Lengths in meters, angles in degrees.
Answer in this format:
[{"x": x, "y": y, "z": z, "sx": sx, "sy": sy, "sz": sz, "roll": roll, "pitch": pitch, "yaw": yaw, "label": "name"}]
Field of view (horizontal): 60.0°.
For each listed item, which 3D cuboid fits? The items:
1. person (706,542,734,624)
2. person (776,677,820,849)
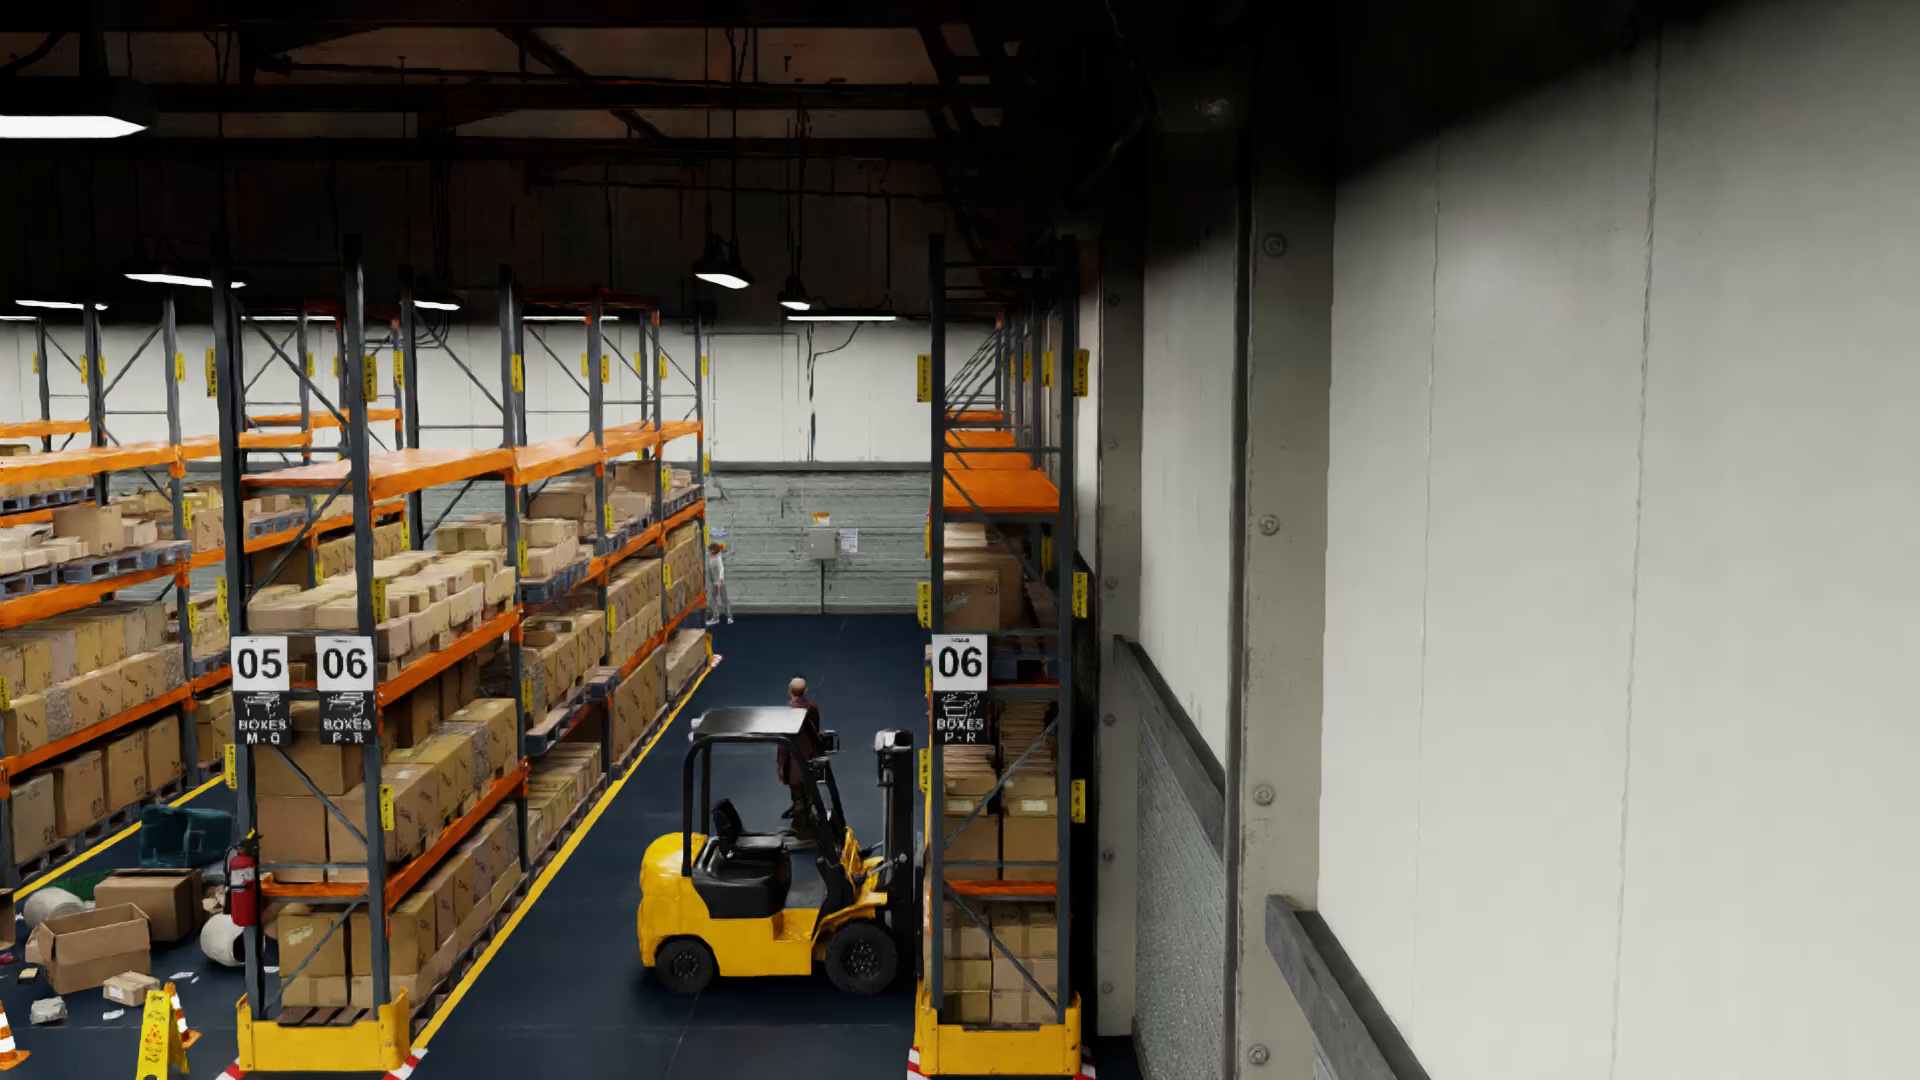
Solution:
[{"x": -4.649, "y": 0.834, "z": 32.168, "sx": 0.518, "sy": 1.591, "sz": 0.469, "roll": -4, "pitch": 8, "yaw": -34, "label": "person"}, {"x": -1.740, "y": 2.324, "z": 17.607, "sx": 0.637, "sy": 1.775, "sz": 0.675, "roll": 3, "pitch": 7, "yaw": 26, "label": "person"}]
